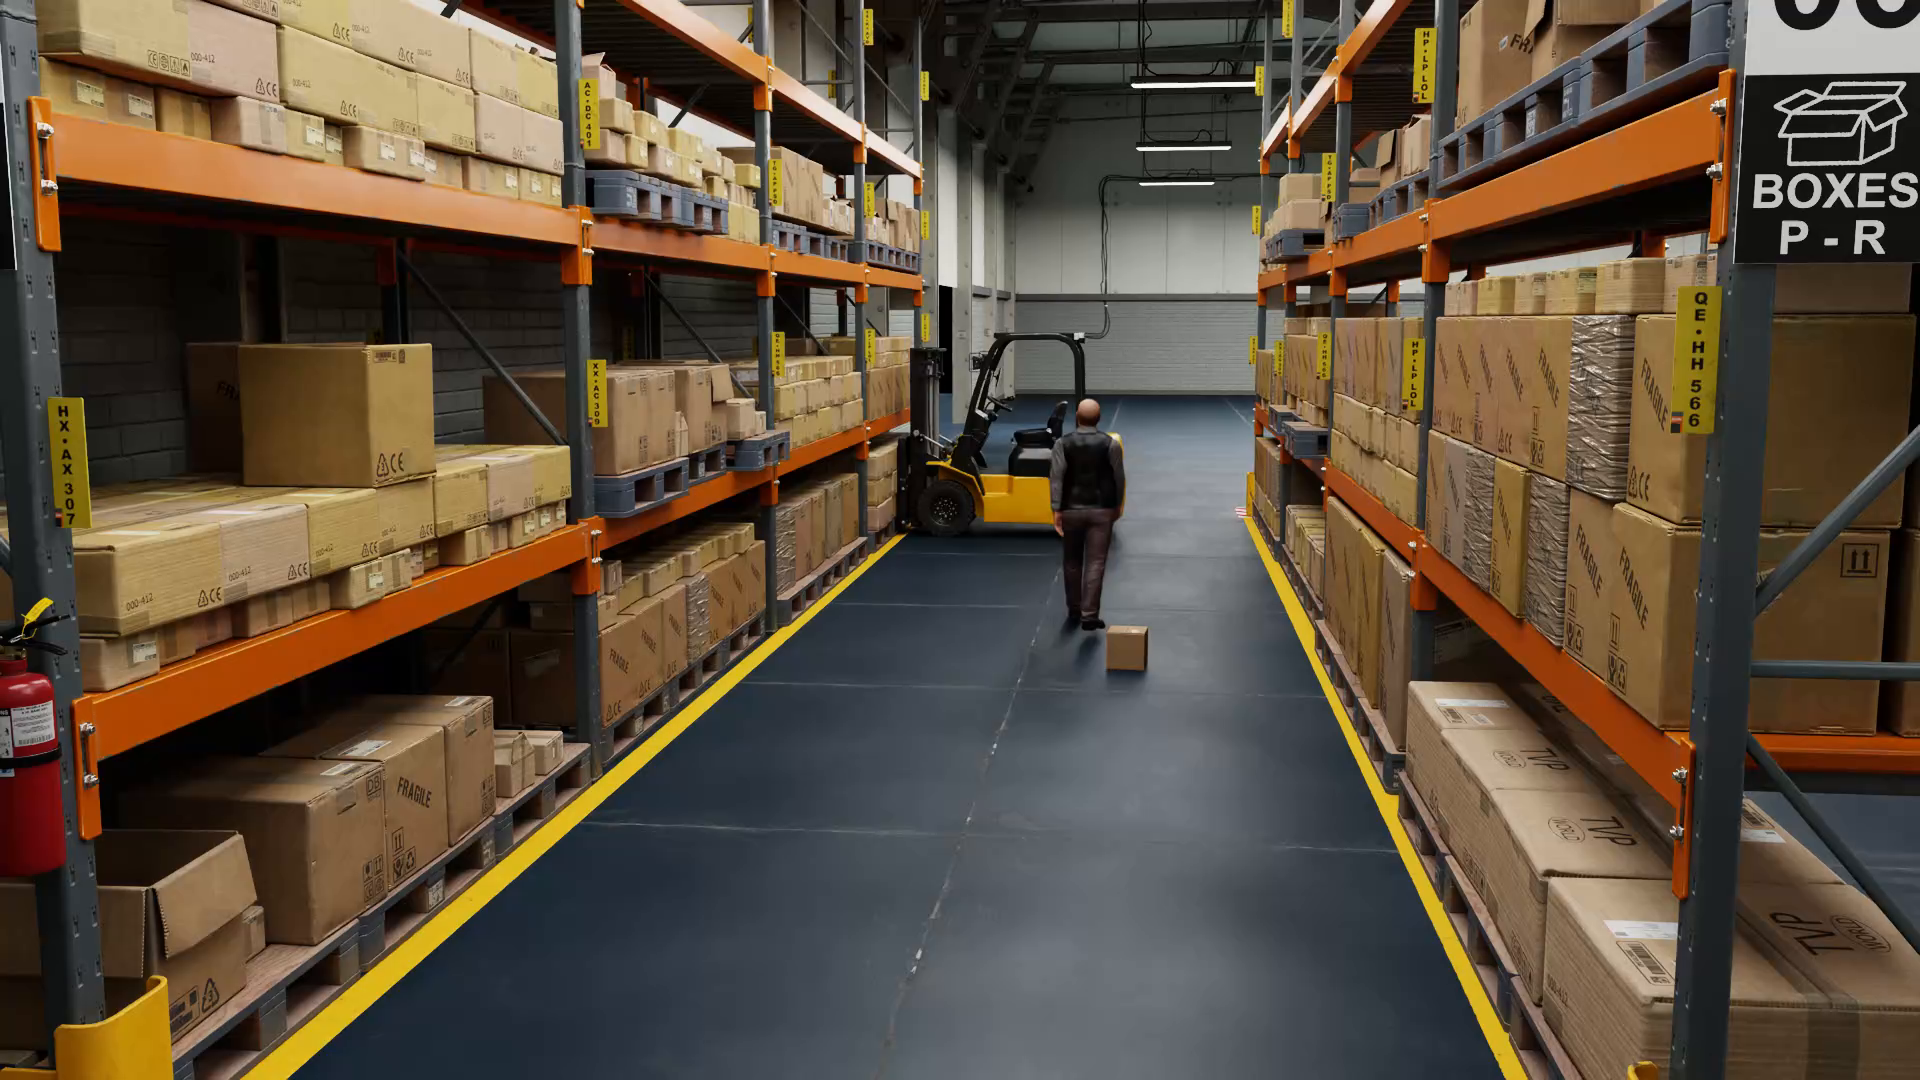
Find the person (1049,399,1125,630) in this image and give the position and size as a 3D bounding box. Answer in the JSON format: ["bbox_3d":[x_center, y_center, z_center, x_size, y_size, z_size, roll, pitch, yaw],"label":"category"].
[{"bbox_3d":[0.961,-0.210,12.362,0.535,1.687,0.956,2,8,13],"label":"person"}]
